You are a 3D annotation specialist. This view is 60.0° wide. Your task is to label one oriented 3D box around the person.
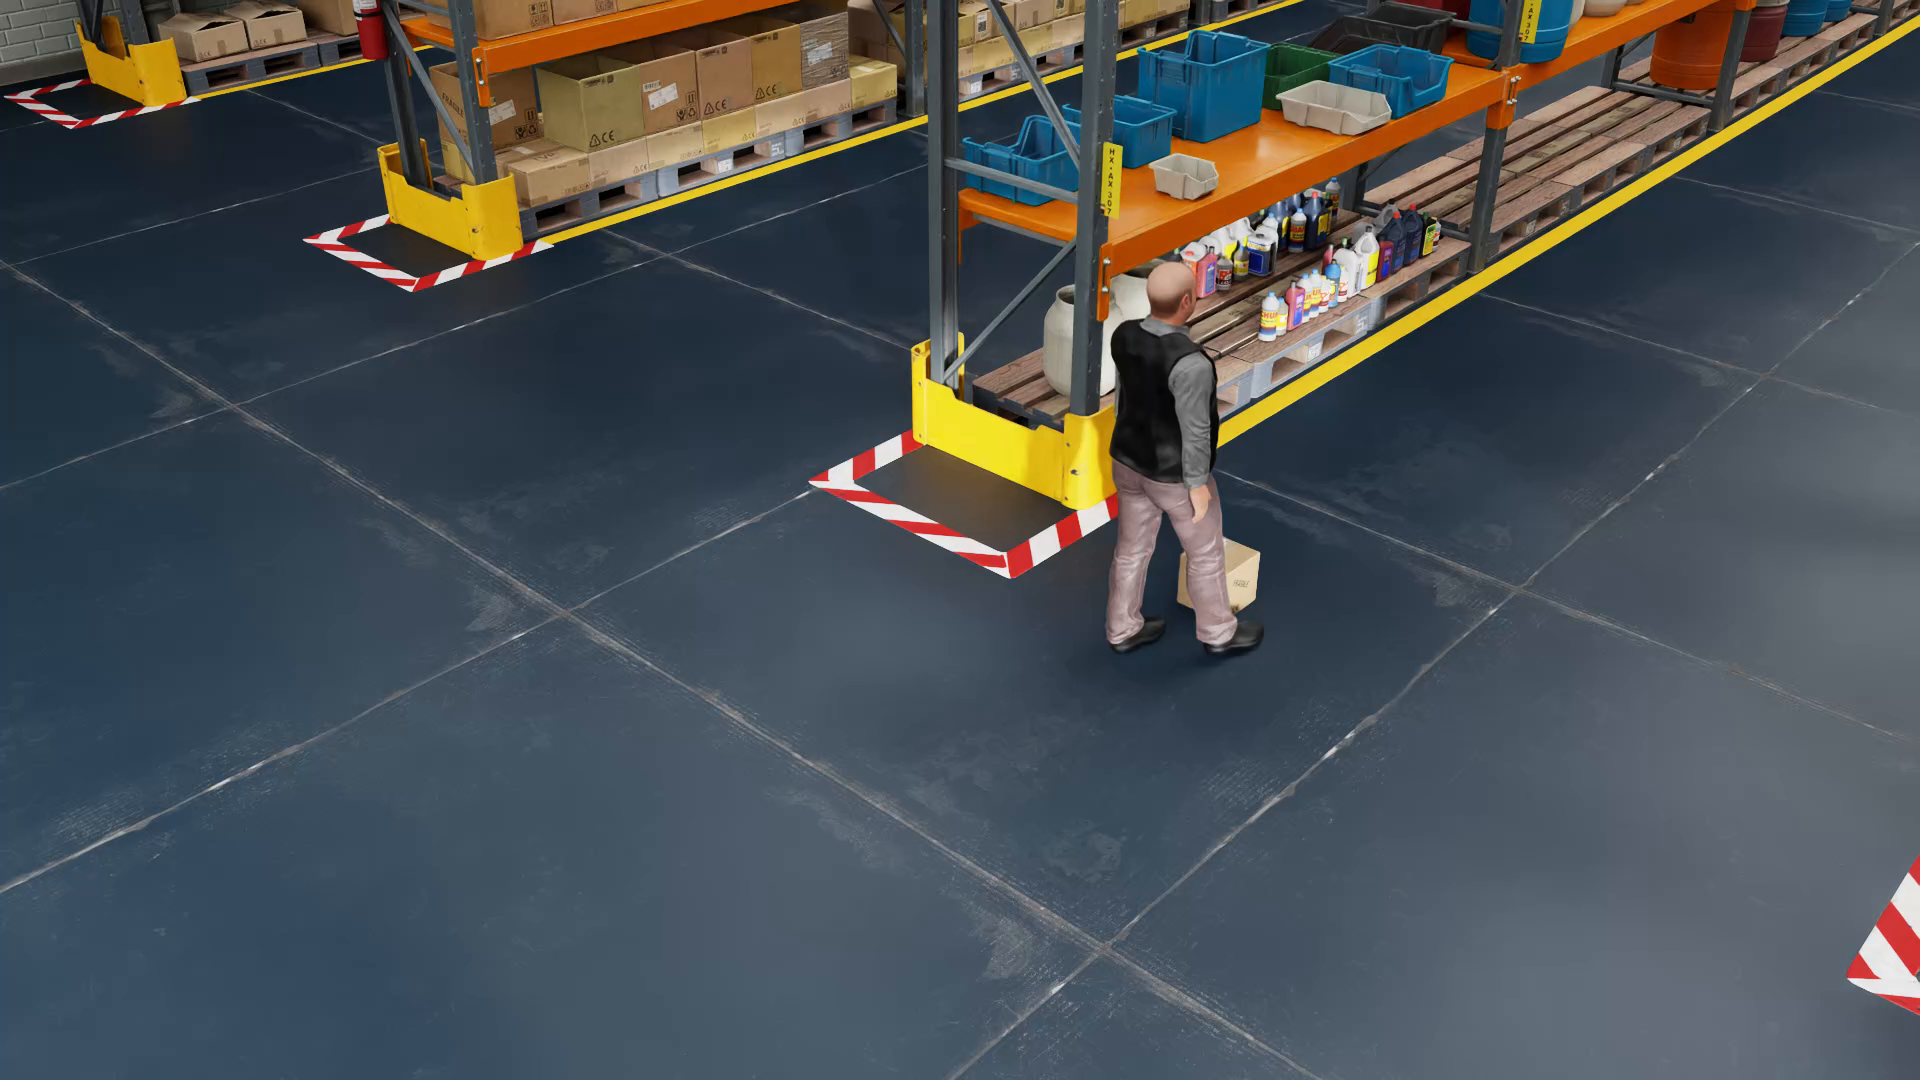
[{"bbox_3d":[0.912,-0.318,6.671,0.603,1.721,0.568,-23,38,-33],"label":"person"}]
